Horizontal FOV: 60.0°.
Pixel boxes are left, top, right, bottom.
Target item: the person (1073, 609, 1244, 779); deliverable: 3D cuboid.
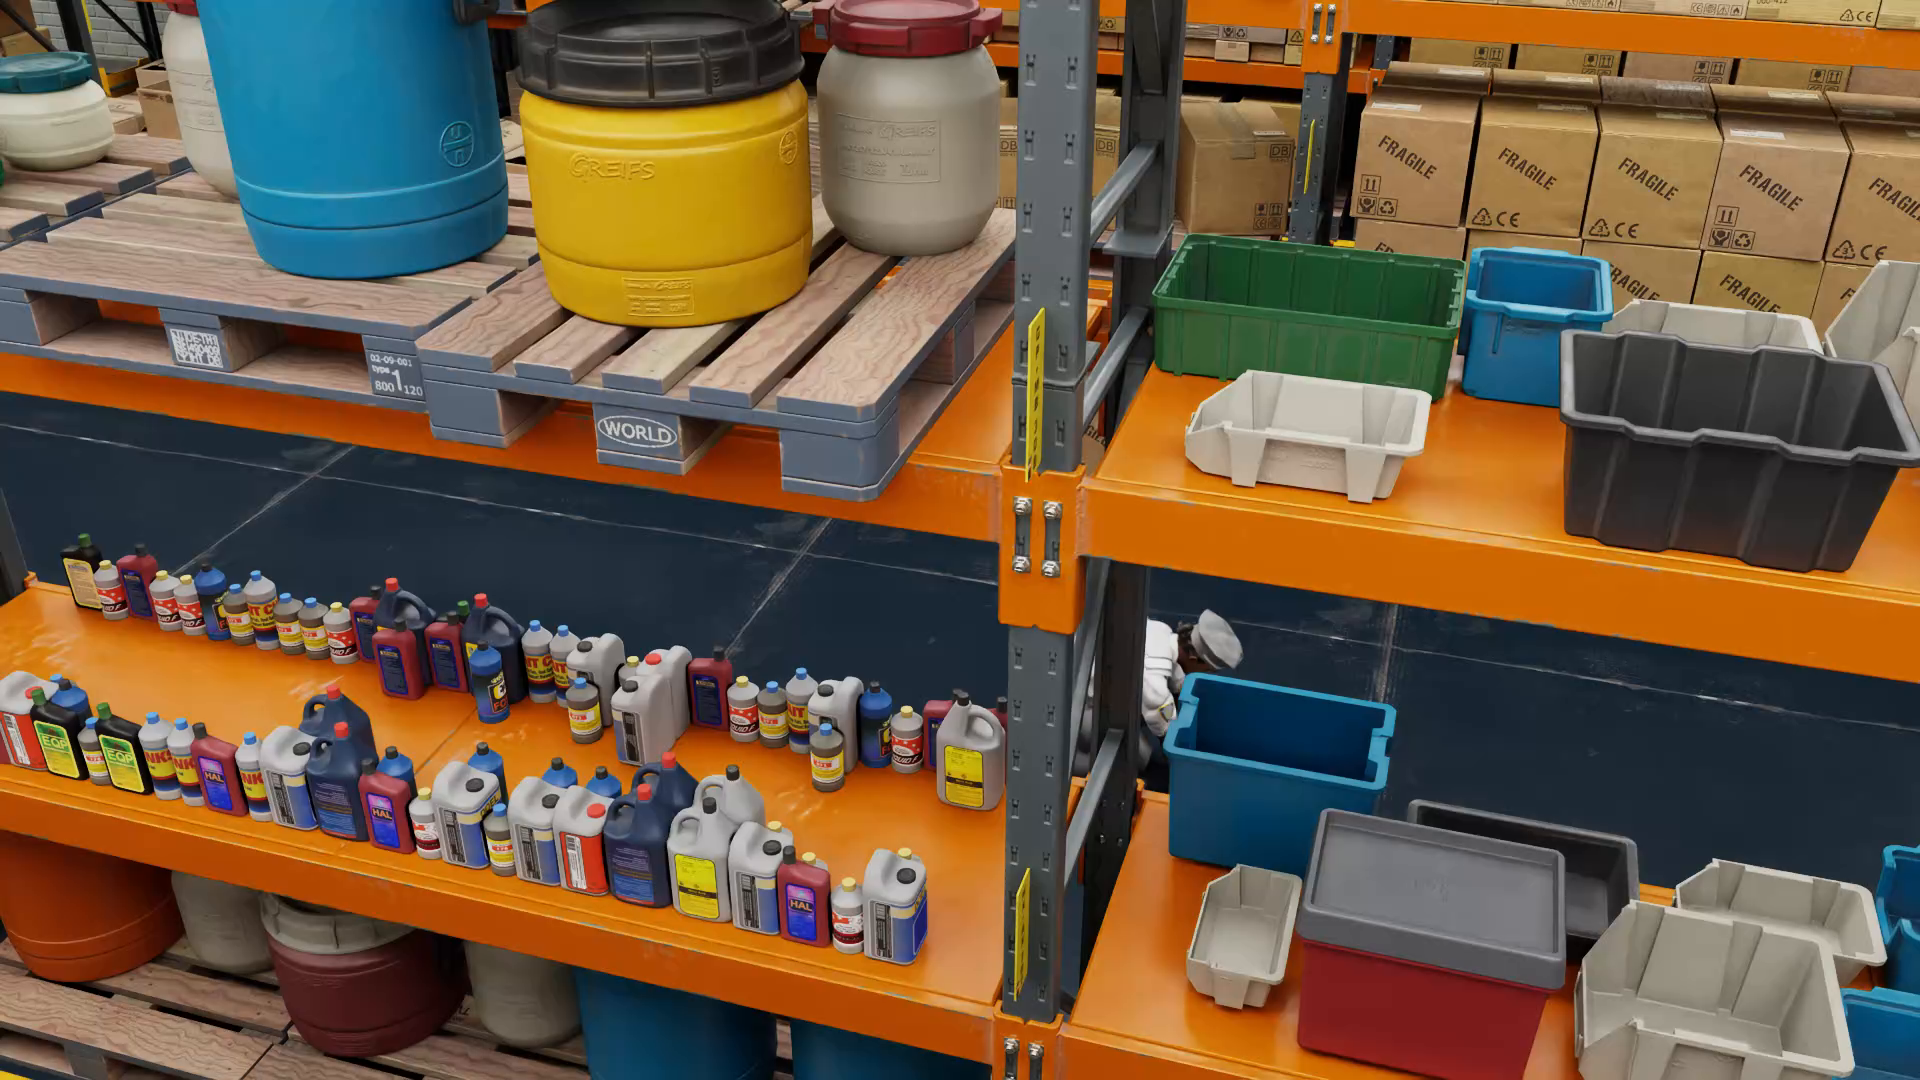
[{"bbox_3d":[0.699,0.664,6.832,0.870,0.848,0.476,9,31,15],"label":"person"}]
